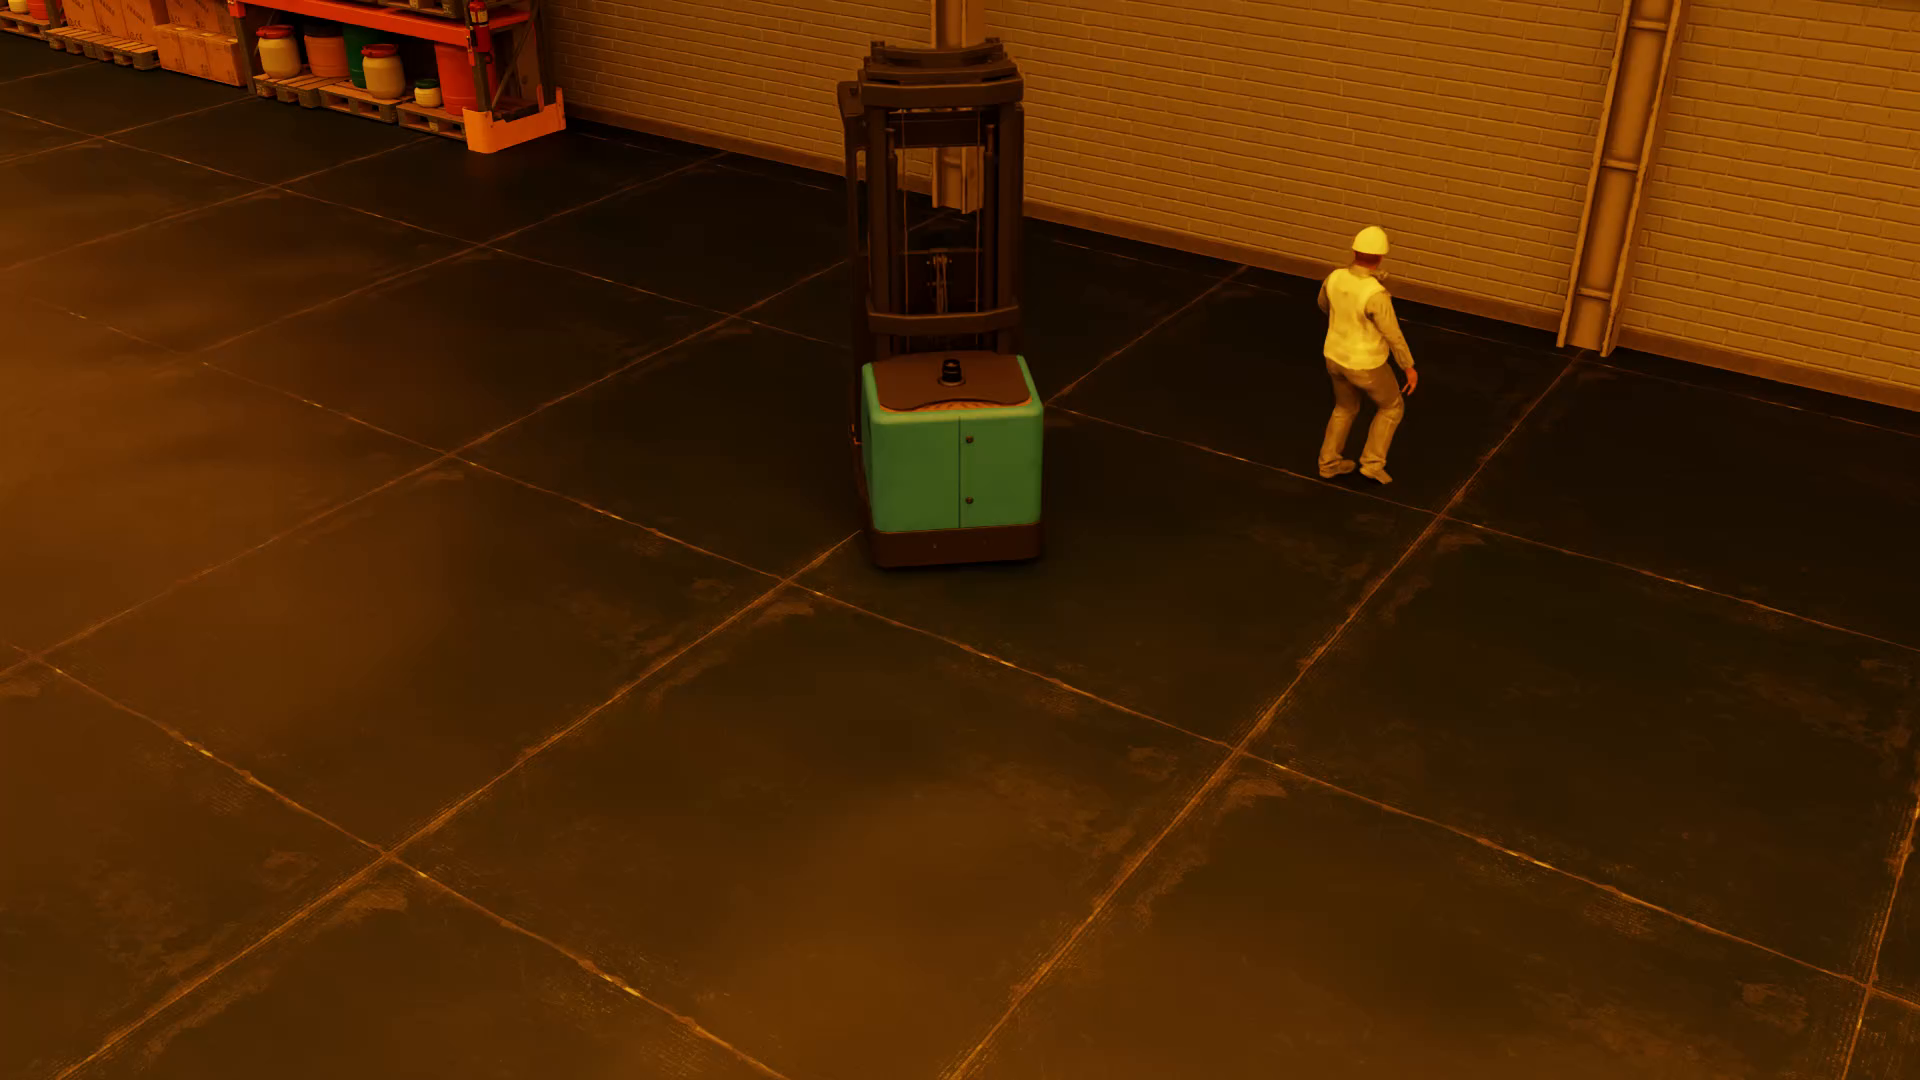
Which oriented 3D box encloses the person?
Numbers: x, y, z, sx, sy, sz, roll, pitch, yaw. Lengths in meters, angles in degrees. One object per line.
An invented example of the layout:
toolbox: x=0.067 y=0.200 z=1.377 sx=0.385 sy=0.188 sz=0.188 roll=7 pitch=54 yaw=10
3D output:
person: x=2.624 y=-1.188 z=10.849 sx=0.495 sy=1.791 sz=0.889 roll=-16 pitch=34 yaw=-25

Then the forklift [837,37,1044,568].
forklift: x=-0.186 y=-1.819 z=10.713 sx=1.130 sy=2.935 sz=3.031 roll=-4 pitch=30 yaw=-6
